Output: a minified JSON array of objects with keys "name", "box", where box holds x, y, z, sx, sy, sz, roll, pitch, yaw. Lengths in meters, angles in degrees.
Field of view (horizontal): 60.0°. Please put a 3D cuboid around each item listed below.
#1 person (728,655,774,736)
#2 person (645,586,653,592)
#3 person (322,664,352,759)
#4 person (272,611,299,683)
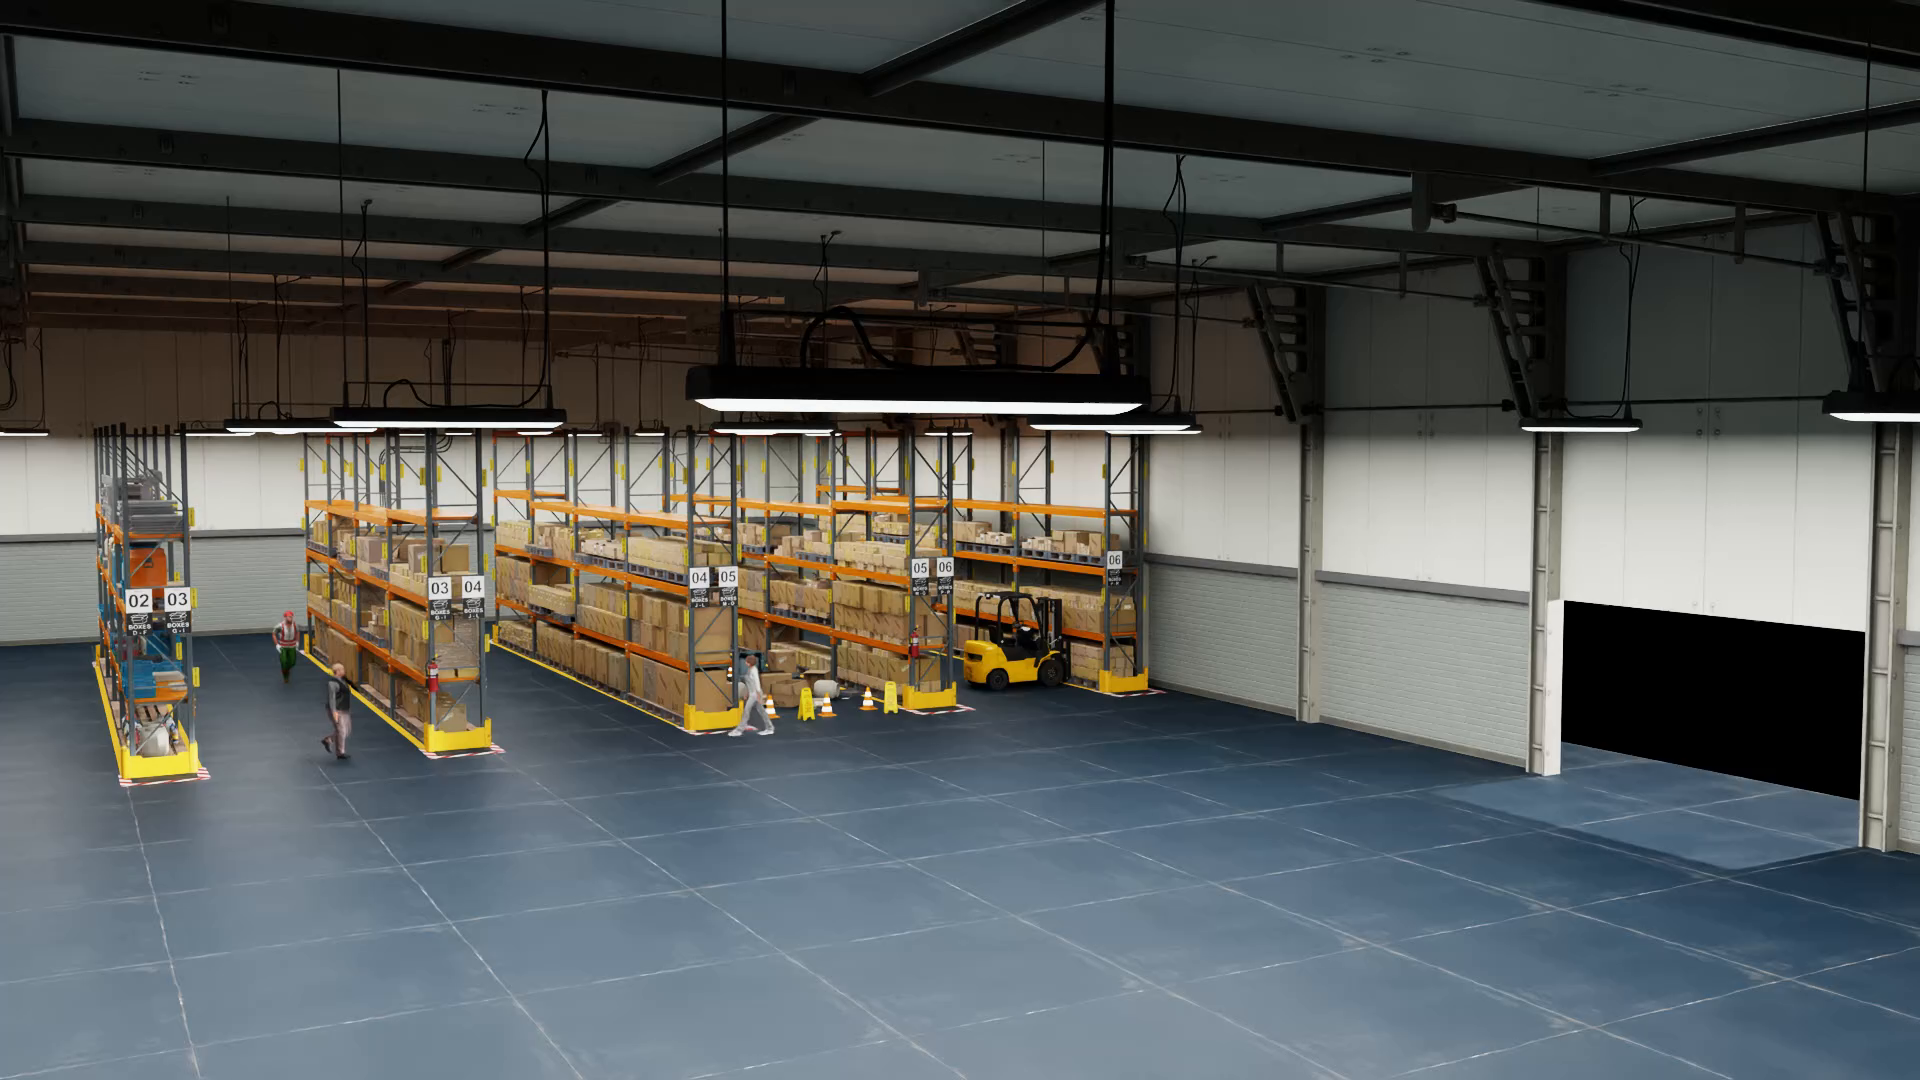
[{"name":"person","box":[-4.017,2.985,31.985,0.879,1.551,0.448,0,3,-5]},{"name":"person","box":[-8.636,2.095,45.902,0.504,1.674,0.425,-3,5,-44]},{"name":"person","box":[-11.171,3.052,29.729,0.670,1.707,0.533,1,4,12]},{"name":"person","box":[-15.897,2.505,39.197,0.623,1.708,0.708,-2,4,-32]}]
